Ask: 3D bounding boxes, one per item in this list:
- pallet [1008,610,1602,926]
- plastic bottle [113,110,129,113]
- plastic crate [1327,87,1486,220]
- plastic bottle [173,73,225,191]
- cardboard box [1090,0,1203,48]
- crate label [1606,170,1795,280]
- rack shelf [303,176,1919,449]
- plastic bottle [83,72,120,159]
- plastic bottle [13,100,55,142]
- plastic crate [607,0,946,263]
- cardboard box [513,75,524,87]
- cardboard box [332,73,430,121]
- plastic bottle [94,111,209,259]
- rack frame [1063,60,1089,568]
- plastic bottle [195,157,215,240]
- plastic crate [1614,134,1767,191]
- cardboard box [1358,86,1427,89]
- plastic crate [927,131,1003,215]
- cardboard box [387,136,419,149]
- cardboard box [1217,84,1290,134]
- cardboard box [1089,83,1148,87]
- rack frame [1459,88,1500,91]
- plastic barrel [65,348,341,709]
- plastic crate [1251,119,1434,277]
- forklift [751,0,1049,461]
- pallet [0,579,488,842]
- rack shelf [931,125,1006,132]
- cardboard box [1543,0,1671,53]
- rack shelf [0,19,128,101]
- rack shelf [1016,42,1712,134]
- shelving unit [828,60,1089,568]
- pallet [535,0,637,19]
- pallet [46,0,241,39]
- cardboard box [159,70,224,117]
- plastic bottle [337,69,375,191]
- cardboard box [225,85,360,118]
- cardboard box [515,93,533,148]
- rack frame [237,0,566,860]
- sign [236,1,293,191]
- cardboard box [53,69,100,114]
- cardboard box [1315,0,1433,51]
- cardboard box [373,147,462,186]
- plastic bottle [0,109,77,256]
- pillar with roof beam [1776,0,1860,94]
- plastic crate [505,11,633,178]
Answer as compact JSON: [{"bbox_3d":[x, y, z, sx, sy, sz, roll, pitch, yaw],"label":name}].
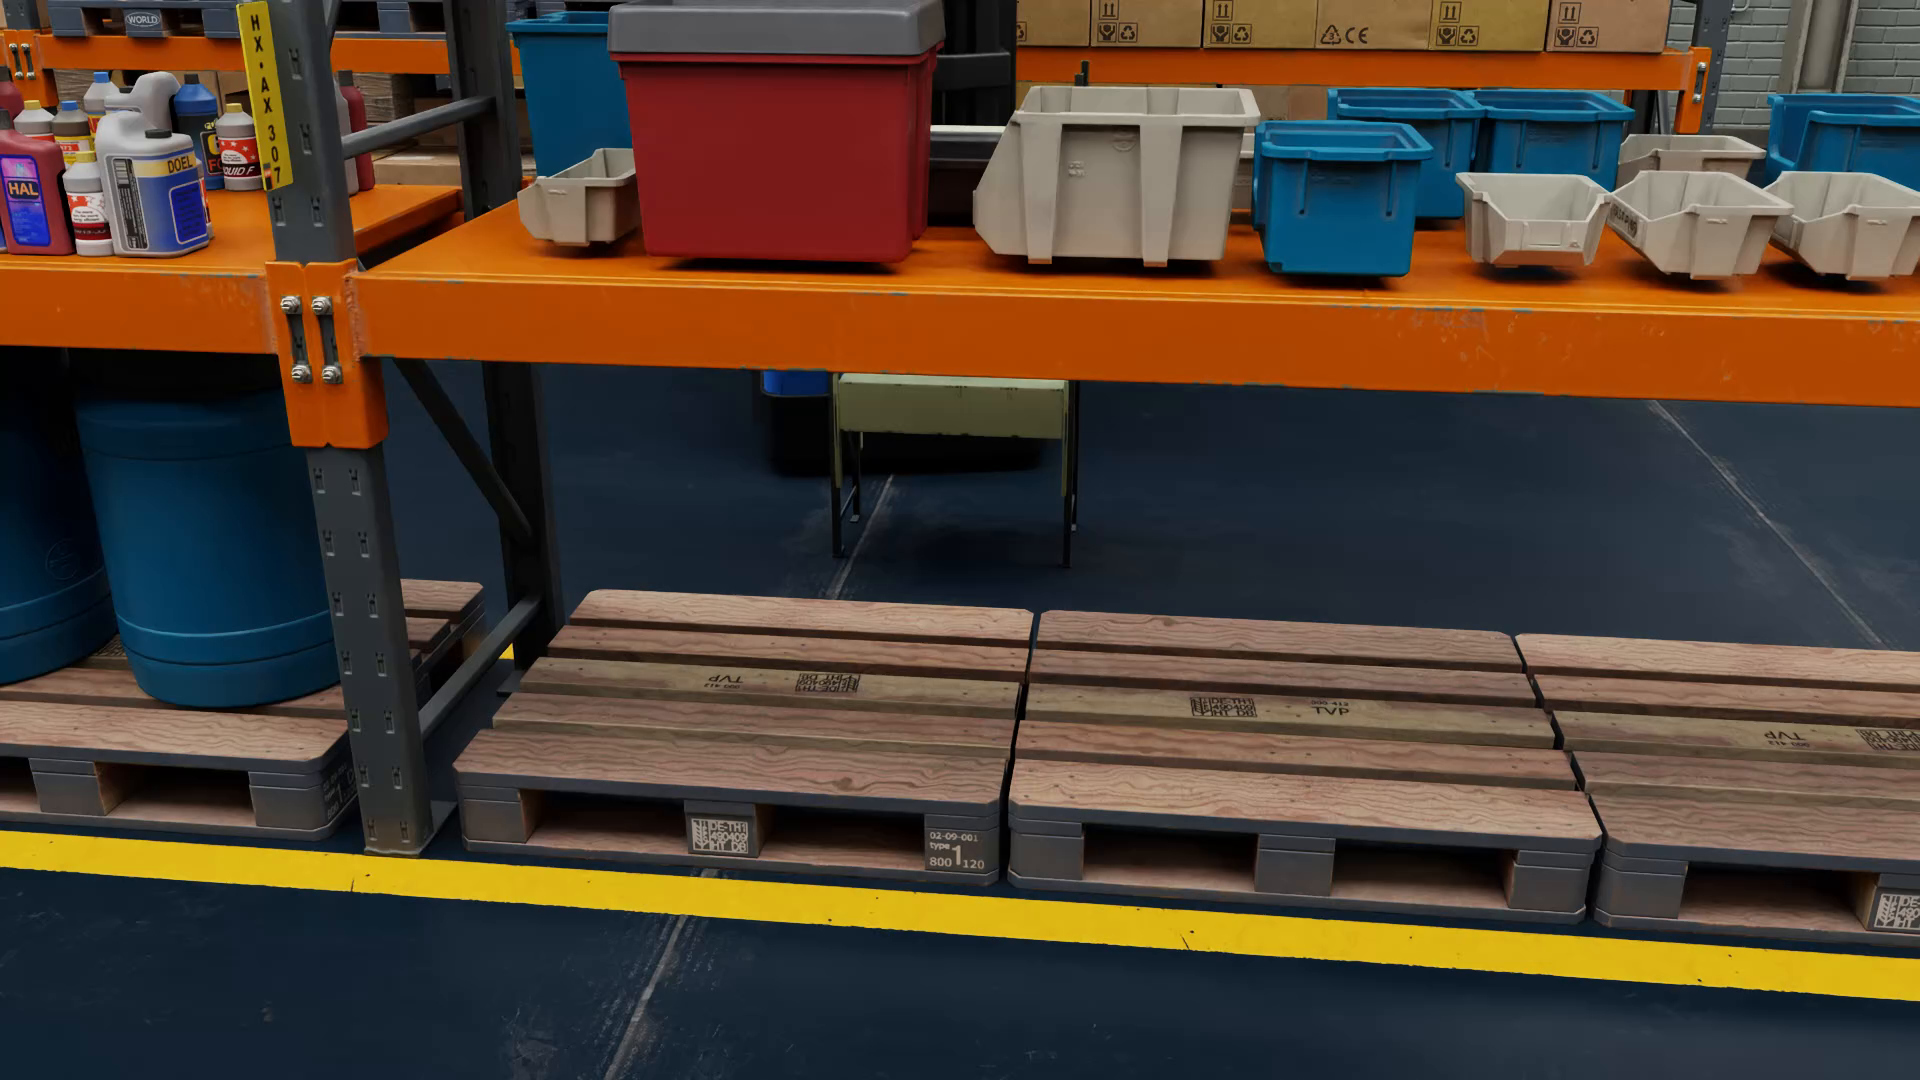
[{"bbox_3d":[0.756,0.490,3.914,1.213,0.211,1.003,2,22,6],"label":"pallet"},{"bbox_3d":[-1.968,-0.913,3.939,0.097,0.201,0.097,0,22,0],"label":"plastic bottle"},{"bbox_3d":[0.966,-0.855,3.668,0.300,0.233,0.416,2,22,6],"label":"plastic crate"},{"bbox_3d":[-1.854,-0.997,4.056,0.097,0.271,0.097,0,22,0],"label":"plastic bottle"},{"bbox_3d":[0.872,-2.567,7.716,0.500,0.500,0.500,2,22,6],"label":"cardboard box"},{"bbox_3d":[1.382,-0.599,3.152,0.243,0.136,0.396,2,22,6],"label":"crate label"},{"bbox_3d":[0.792,-0.456,3.491,4.000,0.370,1.077,2,22,6],"label":"rack shelf"},{"bbox_3d":[-2.084,-1.007,4.082,0.097,0.271,0.097,0,22,0],"label":"plastic bottle"},{"bbox_3d":[-2.277,-0.983,4.116,0.097,0.201,0.097,0,22,0],"label":"plastic bottle"},{"bbox_3d":[-0.337,-0.804,3.225,0.583,0.464,0.402,2,22,6],"label":"plastic crate"},{"bbox_3d":[-3.285,-3.783,13.281,0.750,0.750,0.750,2,22,6],"label":"cardboard box"},{"bbox_3d":[-4.721,-3.721,13.574,0.500,0.500,0.700,3,22,7],"label":"cardboard box"},{"bbox_3d":[-1.623,-0.718,3.345,0.135,0.276,0.152,2,22,6],"label":"plastic bottle"},{"bbox_3d":[0.357,-0.682,5.125,0.023,1.500,0.400,2,22,6],"label":"rack frame"},{"bbox_3d":[-1.627,-0.730,3.476,0.097,0.201,0.097,0,22,0],"label":"plastic bottle"},{"bbox_3d":[1.589,-0.813,3.694,0.298,0.136,0.250,2,22,6],"label":"plastic crate"},{"bbox_3d":[3.237,-3.347,12.656,0.500,0.500,0.700,2,22,6],"label":"cardboard box"},{"bbox_3d":[-0.051,-0.826,3.743,0.590,0.125,0.437,2,22,6],"label":"plastic crate"},{"bbox_3d":[-3.109,-1.923,9.025,0.500,0.500,0.500,2,22,4],"label":"cardboard box"},{"bbox_3d":[2.241,-3.390,12.765,0.500,0.500,0.700,2,22,5],"label":"cardboard box"},{"bbox_3d":[1.201,-3.434,12.874,0.500,0.500,0.700,2,22,6],"label":"cardboard box"},{"bbox_3d":[3.944,-4.321,12.289,0.127,3.000,1.000,2,22,6],"label":"rack frame"},{"bbox_3d":[-1.732,-0.126,3.961,0.708,0.901,0.600,2,22,6],"label":"plastic barrel"},{"bbox_3d":[0.709,-0.649,3.147,0.300,0.233,0.416,2,22,6],"label":"plastic crate"},{"bbox_3d":[-0.343,-2.150,6.892,1.130,2.935,3.031,-2,22,-6],"label":"forklift"},{"bbox_3d":[-1.955,0.371,4.213,1.213,0.211,1.003,2,22,6],"label":"pallet"},{"bbox_3d":[-0.007,-1.061,5.021,0.720,0.370,0.431,2,22,6],"label":"rack shelf"},{"bbox_3d":[2.888,-2.478,7.493,0.500,0.500,0.500,3,22,8],"label":"cardboard box"},{"bbox_3d":[-6.566,-2.610,8.940,4.000,0.370,1.077,2,22,6],"label":"rack shelf"},{"bbox_3d":[1.379,-2.264,8.065,4.000,0.370,1.077,2,22,6],"label":"rack shelf"},{"bbox_3d":[-0.007,-0.698,5.165,0.755,1.500,0.431,2,22,6],"label":"shelving unit"},{"bbox_3d":[-1.388,-2.670,8.375,1.213,0.211,1.003,2,22,6],"label":"pallet"},{"bbox_3d":[-3.898,-2.765,8.615,1.003,0.211,1.213,2,22,6],"label":"pallet"},{"bbox_3d":[-6.219,-3.815,13.812,0.500,0.500,0.700,3,22,7],"label":"cardboard box"},{"bbox_3d":[-1.508,-0.994,4.033,0.133,0.283,0.061,2,22,6],"label":"plastic bottle"},{"bbox_3d":[-3.567,-2.293,8.942,0.500,0.250,0.500,3,22,8],"label":"cardboard box"},{"bbox_3d":[-2.052,-2.229,8.780,0.500,0.250,0.500,3,22,6],"label":"cardboard box"},{"bbox_3d":[-1.194,-0.877,3.578,0.127,3.000,1.000,2,22,6],"label":"rack frame"},{"bbox_3d":[-1.260,-0.805,3.019,0.005,0.325,0.100,2,22,6],"label":"sign"},{"bbox_3d":[-7.239,-3.856,13.916,0.500,0.500,0.700,3,22,8],"label":"cardboard box"},{"bbox_3d":[1.878,-2.523,7.606,0.500,0.500,0.500,3,22,7],"label":"cardboard box"},{"bbox_3d":[-2.624,-1.711,8.490,0.500,0.500,0.500,2,22,4],"label":"cardboard box"},{"bbox_3d":[-1.858,-0.715,3.327,0.133,0.283,0.061,2,22,6],"label":"plastic bottle"},{"bbox_3d":[6.221,-5.738,7.714,0.400,9.000,9.100,2,22,6],"label":"pillar with roof beam"},{"bbox_3d":[-0.690,-1.002,3.833,0.575,0.384,0.392,2,22,6],"label":"plastic crate"}]
